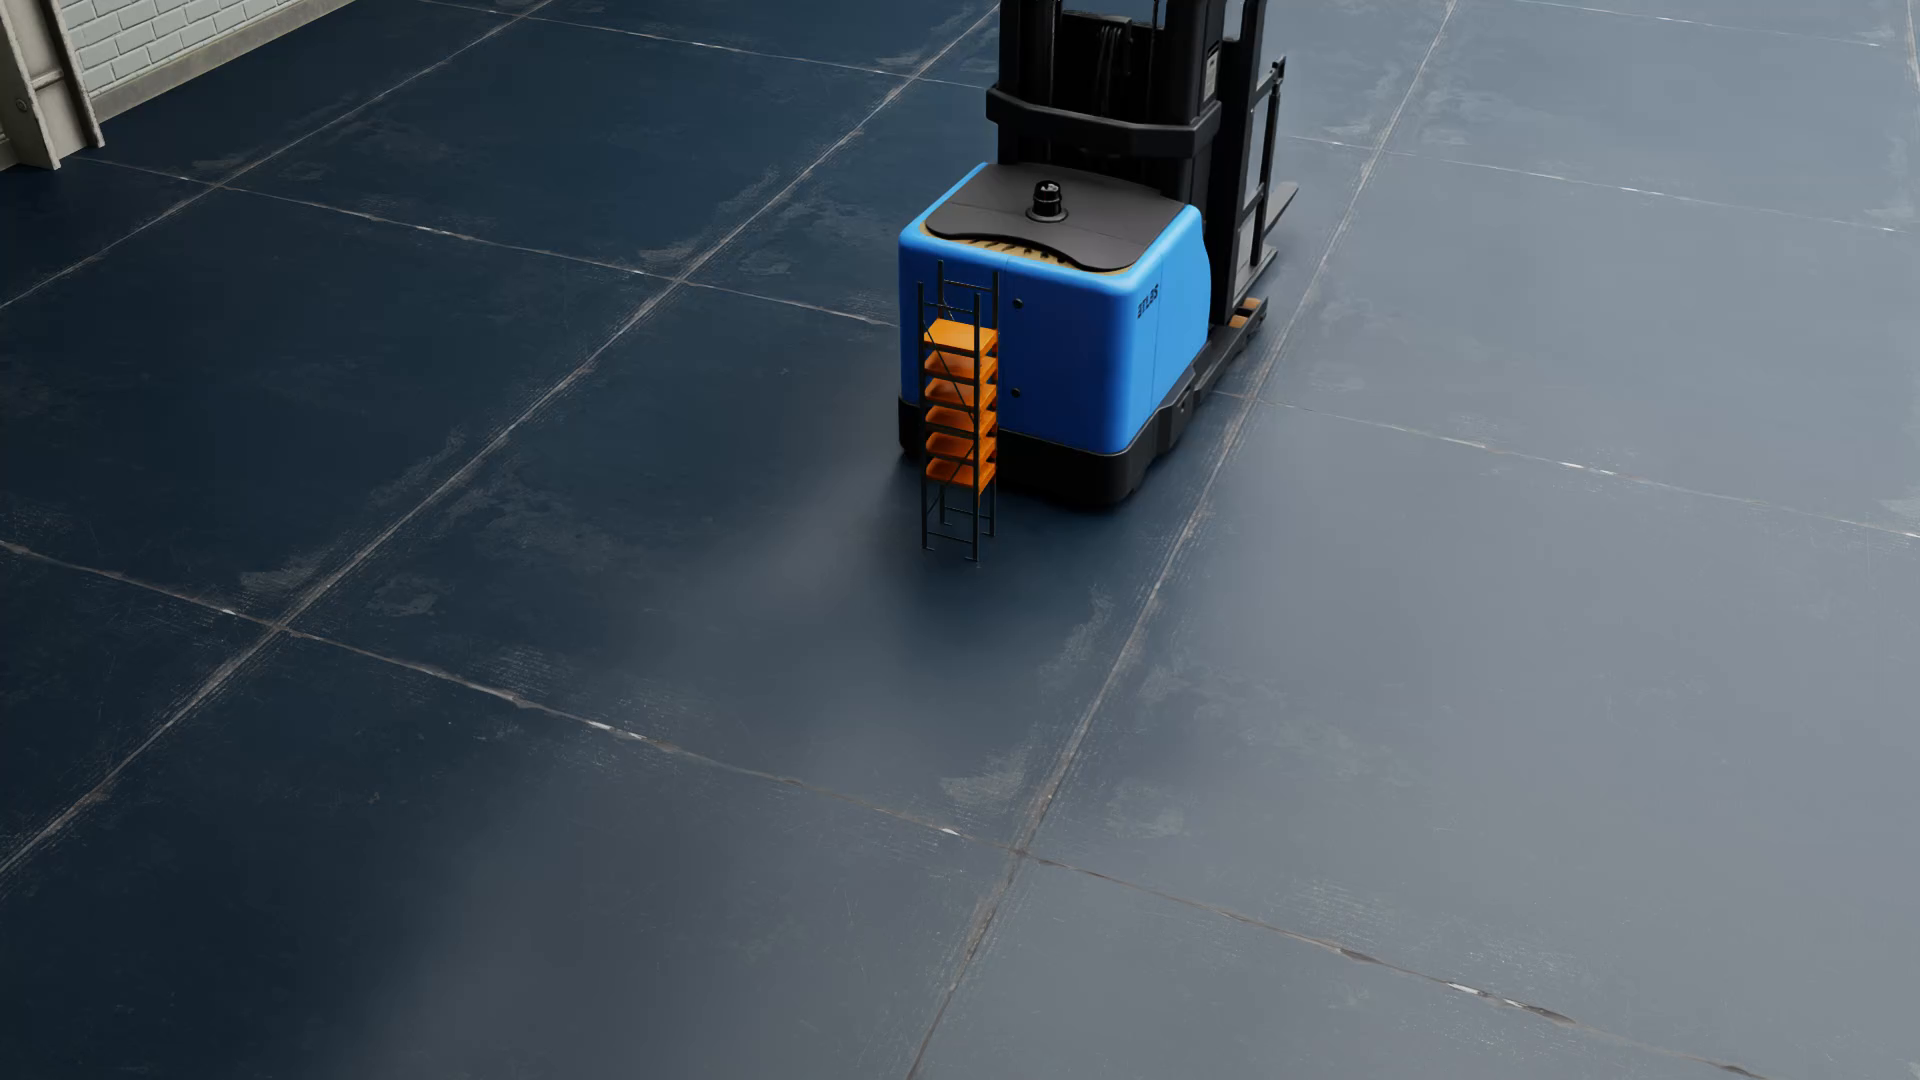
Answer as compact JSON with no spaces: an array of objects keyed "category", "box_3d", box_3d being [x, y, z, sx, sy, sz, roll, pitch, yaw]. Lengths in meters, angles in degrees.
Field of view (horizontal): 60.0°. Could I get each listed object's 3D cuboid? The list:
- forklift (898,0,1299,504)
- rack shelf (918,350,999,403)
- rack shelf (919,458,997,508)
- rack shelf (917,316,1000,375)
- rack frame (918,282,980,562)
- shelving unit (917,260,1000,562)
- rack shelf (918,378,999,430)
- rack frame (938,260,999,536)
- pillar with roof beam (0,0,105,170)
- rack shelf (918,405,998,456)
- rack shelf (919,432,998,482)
[{"category":"forklift","box_3d":[0.844,-2.191,7.233,1.130,2.935,3.031,17,40,21]},{"category":"rack shelf","box_3d":[-0.006,-0.629,6.263,0.258,0.103,0.180,14,39,18]},{"category":"rack shelf","box_3d":[-0.006,-0.245,6.550,0.258,0.103,0.180,14,39,18]},{"category":"rack shelf","box_3d":[-0.006,-0.725,6.191,0.258,0.103,0.180,14,39,18]},{"category":"rack frame","box_3d":[-0.040,-0.422,6.312,0.240,1.200,0.006,14,39,18]},{"category":"shelving unit","box_3d":[-0.006,-0.473,6.380,0.258,1.200,0.189,14,39,18]},{"category":"rack shelf","box_3d":[-0.006,-0.533,6.335,0.258,0.103,0.180,14,39,18]},{"category":"rack frame","box_3d":[0.029,-0.523,6.448,0.240,1.200,0.006,14,39,18]},{"category":"pillar with roof beam","box_3d":[-1.322,-4.906,5.798,9.100,9.000,0.400,14,39,18]},{"category":"rack shelf","box_3d":[-0.006,-0.437,6.407,0.258,0.103,0.180,14,39,18]},{"category":"rack shelf","box_3d":[-0.006,-0.341,6.479,0.258,0.103,0.180,14,39,18]}]
